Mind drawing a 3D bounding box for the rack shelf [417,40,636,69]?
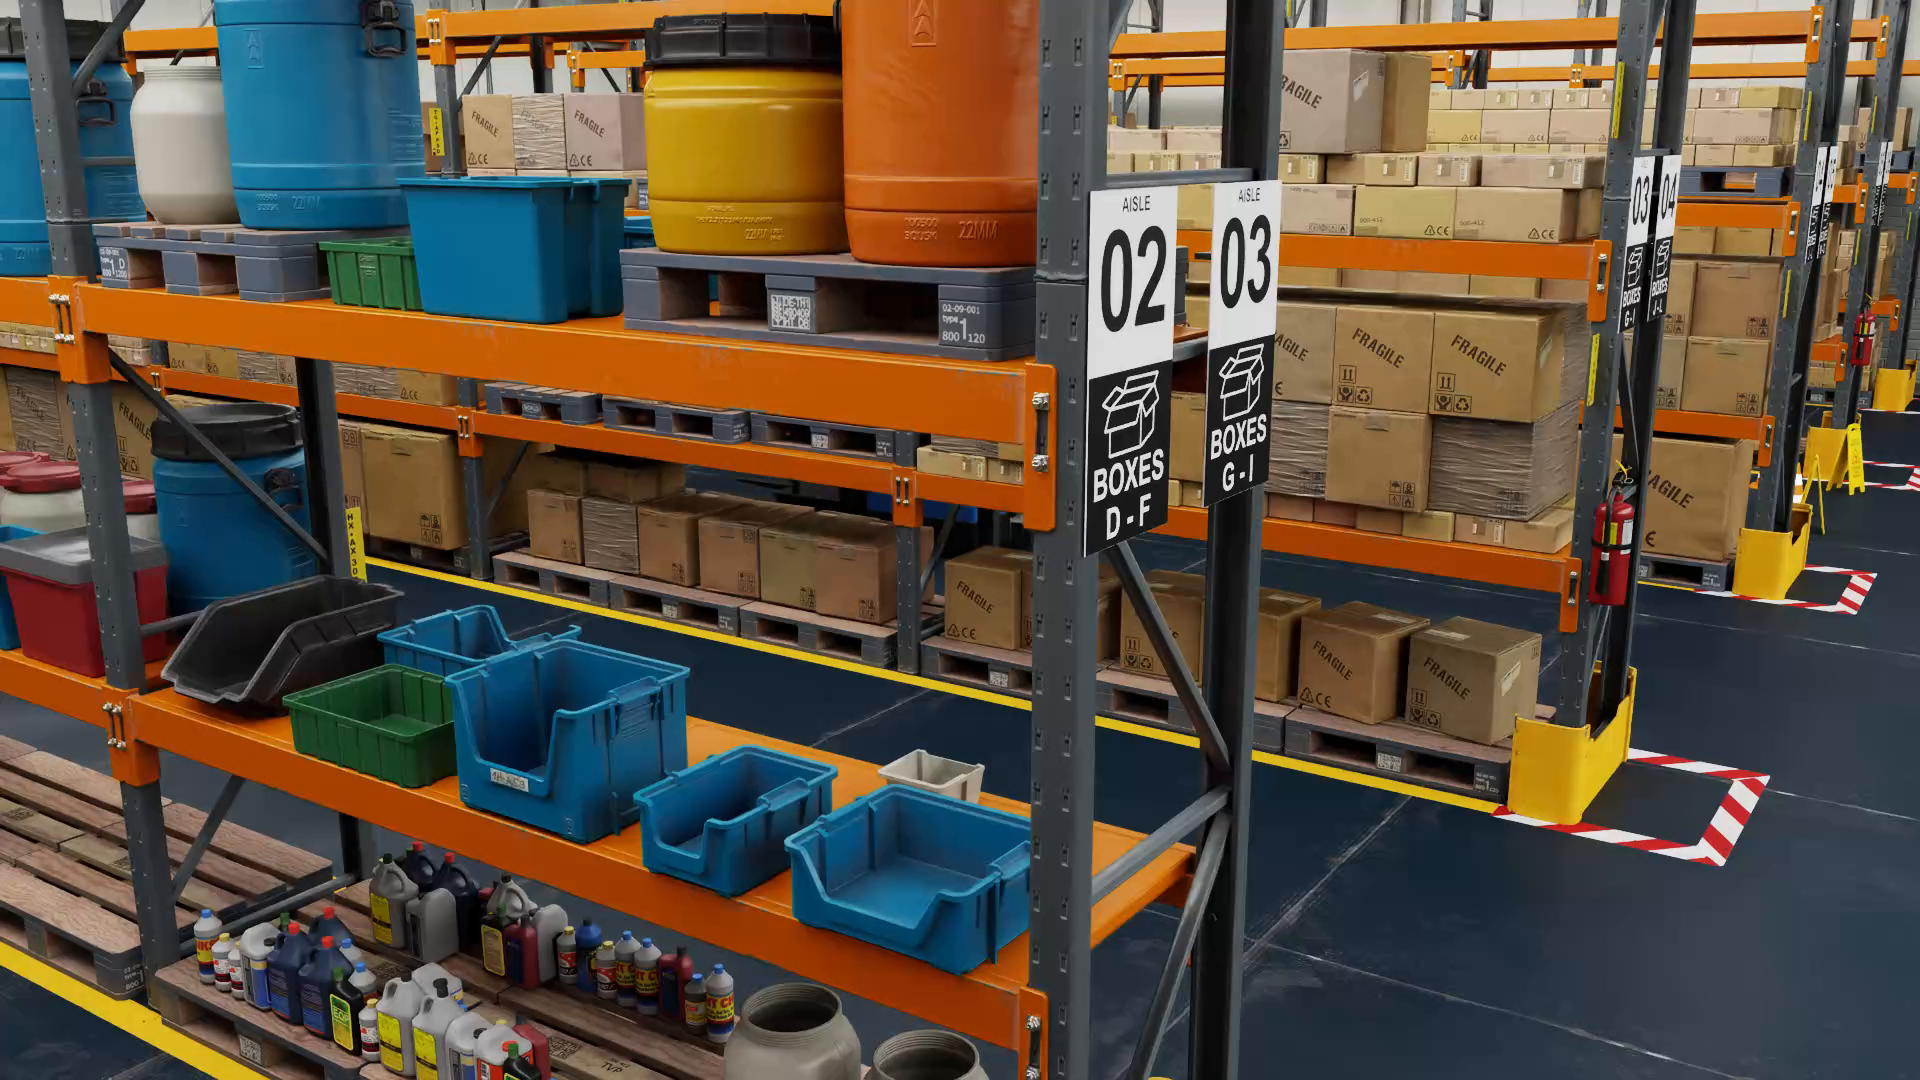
[{"bbox_3d":[-5.510,-5.593,19.192,4.000,0.370,1.077,9,17,33],"label":"rack shelf"}]

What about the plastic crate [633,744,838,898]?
[{"bbox_3d":[-0.628,0.786,4.717,0.408,0.251,0.499,9,17,33],"label":"plastic crate"}]

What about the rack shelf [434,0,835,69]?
[{"bbox_3d":[-1.724,-3.352,10.966,4.000,0.370,1.077,9,17,33],"label":"rack shelf"}]

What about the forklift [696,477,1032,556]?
[{"bbox_3d":[-3.345,-0.900,11.358,4.693,2.935,8.118,8,16,29],"label":"forklift"}]

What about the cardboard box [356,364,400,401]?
[{"bbox_3d":[-4.342,-1.385,12.966,0.500,0.500,0.500,9,17,32],"label":"cardboard box"}]

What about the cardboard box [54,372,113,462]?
[{"bbox_3d":[-7.953,-1.185,15.917,0.875,0.875,0.875,9,17,33],"label":"cardboard box"}]

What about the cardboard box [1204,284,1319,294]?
[{"bbox_3d":[1.705,-1.186,9.463,0.500,0.500,0.500,9,17,33],"label":"cardboard box"}]

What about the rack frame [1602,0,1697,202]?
[{"bbox_3d":[3.255,-3.091,7.581,0.127,3.000,1.000,9,17,33],"label":"rack frame"}]

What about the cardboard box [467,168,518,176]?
[{"bbox_3d":[-3.136,-2.521,11.834,0.500,0.250,0.500,10,17,34],"label":"cardboard box"}]

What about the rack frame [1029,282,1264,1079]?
[{"bbox_3d":[0.490,0.809,4.312,0.127,3.000,1.000,9,17,33],"label":"rack frame"}]

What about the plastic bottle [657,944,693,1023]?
[{"bbox_3d":[-1.018,1.575,5.956,0.133,0.283,0.061,10,17,34],"label":"plastic bottle"}]

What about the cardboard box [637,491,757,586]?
[{"bbox_3d":[-1.875,-0.019,11.945,0.500,0.500,0.700,11,18,37],"label":"cardboard box"}]

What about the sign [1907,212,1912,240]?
[{"bbox_3d":[11.238,-3.715,19.687,0.005,0.325,0.100,9,17,33],"label":"sign"}]

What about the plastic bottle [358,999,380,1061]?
[{"bbox_3d":[-2.012,1.676,5.717,0.097,0.201,0.097,0,14,0],"label":"plastic bottle"}]

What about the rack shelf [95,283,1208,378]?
[{"bbox_3d":[-1.169,-0.661,5.098,3.809,0.124,0.919,9,17,33],"label":"rack shelf"}]

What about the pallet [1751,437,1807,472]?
[{"bbox_3d":[8.068,-0.927,17.129,1.213,0.211,1.003,9,17,33],"label":"pallet"}]

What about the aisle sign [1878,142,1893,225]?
[{"bbox_3d":[9.010,-3.470,16.188,0.004,0.787,0.394,9,17,33],"label":"aisle sign"}]

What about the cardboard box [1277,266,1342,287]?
[{"bbox_3d":[3.074,-2.231,14.034,0.550,0.550,0.875,9,17,33],"label":"cardboard box"}]

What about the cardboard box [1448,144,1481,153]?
[{"bbox_3d":[3.958,-2.990,12.857,0.250,0.149,0.380,9,17,33],"label":"cardboard box"}]

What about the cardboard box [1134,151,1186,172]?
[{"bbox_3d":[1.136,-2.019,8.978,0.250,0.149,0.380,9,16,32],"label":"cardboard box"}]

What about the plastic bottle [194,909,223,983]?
[{"bbox_3d":[-2.809,1.514,6.229,0.097,0.271,0.097,0,14,0],"label":"plastic bottle"}]

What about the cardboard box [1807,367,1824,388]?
[{"bbox_3d":[10.579,-2.082,20.841,0.500,0.250,0.500,9,17,33],"label":"cardboard box"}]

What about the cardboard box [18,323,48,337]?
[{"bbox_3d":[-8.488,-2.072,15.645,0.500,0.250,0.500,9,16,32],"label":"cardboard box"}]

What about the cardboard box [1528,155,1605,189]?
[{"bbox_3d":[2.850,-1.730,7.810,0.250,0.149,0.380,9,17,33],"label":"cardboard box"}]

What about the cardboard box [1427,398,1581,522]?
[{"bbox_3d":[2.813,-0.451,8.574,0.500,0.500,0.875,9,17,33],"label":"cardboard box"}]

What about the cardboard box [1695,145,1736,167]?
[{"bbox_3d":[5.433,-2.751,11.894,0.250,0.149,0.380,9,17,33],"label":"cardboard box"}]

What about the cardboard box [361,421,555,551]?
[{"bbox_3d":[-3.945,-0.520,13.231,0.875,0.875,1.225,8,16,30],"label":"cardboard box"}]

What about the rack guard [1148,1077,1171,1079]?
[{"bbox_3d":[0.401,2.022,4.616,0.348,0.500,1.175,9,17,33],"label":"rack guard"}]

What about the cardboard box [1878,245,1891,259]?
[{"bbox_3d":[11.108,-3.499,20.156,0.250,0.149,0.380,9,17,34],"label":"cardboard box"}]

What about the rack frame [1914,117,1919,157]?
[{"bbox_3d":[11.553,-6.057,19.563,0.127,3.000,1.000,9,17,33],"label":"rack frame"}]

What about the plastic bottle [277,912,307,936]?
[{"bbox_3d":[-2.467,1.524,6.160,0.133,0.283,0.061,9,17,33],"label":"plastic bottle"}]

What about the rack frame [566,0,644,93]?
[{"bbox_3d":[-3.851,-5.675,18.022,0.127,3.000,1.000,9,17,33],"label":"rack frame"}]

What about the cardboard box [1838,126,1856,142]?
[{"bbox_3d":[8.340,-3.862,15.803,0.250,0.149,0.380,9,17,33],"label":"cardboard box"}]

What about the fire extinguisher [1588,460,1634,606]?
[{"bbox_3d":[3.092,-0.034,7.878,0.183,0.674,0.296,9,17,33],"label":"fire extinguisher"}]

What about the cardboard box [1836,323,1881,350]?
[{"bbox_3d":[10.996,-2.499,20.442,0.500,0.250,0.500,10,17,35],"label":"cardboard box"}]

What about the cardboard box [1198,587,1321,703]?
[{"bbox_3d":[1.722,0.583,9.554,0.500,0.500,0.500,11,18,38],"label":"cardboard box"}]

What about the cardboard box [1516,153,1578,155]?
[{"bbox_3d":[2.994,-1.892,8.465,0.250,0.149,0.380,10,17,34],"label":"cardboard box"}]

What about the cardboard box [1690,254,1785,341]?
[{"bbox_3d":[5.820,-1.808,12.326,0.550,0.550,0.875,9,17,33],"label":"cardboard box"}]

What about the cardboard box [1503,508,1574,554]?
[{"bbox_3d":[2.903,-0.054,8.320,0.250,0.149,0.380,9,17,33],"label":"cardboard box"}]

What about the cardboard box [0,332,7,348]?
[{"bbox_3d":[-9.058,-1.951,15.987,0.250,0.149,0.380,9,16,32],"label":"cardboard box"}]

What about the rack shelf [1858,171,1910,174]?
[{"bbox_3d":[9.893,-4.649,21.061,3.809,0.052,0.919,9,17,33],"label":"rack shelf"}]

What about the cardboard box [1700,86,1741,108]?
[{"bbox_3d":[5.431,-3.139,11.799,0.250,0.149,0.380,9,17,33],"label":"cardboard box"}]

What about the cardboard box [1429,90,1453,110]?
[{"bbox_3d":[3.747,-3.411,12.899,0.250,0.149,0.380,9,17,33],"label":"cardboard box"}]

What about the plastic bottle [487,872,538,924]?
[{"bbox_3d":[-1.706,1.443,6.349,0.185,0.351,0.144,9,17,32],"label":"plastic bottle"}]

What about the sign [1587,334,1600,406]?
[{"bbox_3d":[2.928,-0.786,7.688,0.005,0.325,0.100,9,17,33],"label":"sign"}]

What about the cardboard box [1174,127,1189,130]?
[{"bbox_3d":[3.387,-6.100,24.843,0.250,0.149,0.380,9,17,33],"label":"cardboard box"}]

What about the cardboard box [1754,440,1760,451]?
[{"bbox_3d":[7.945,-1.082,16.798,0.500,0.250,0.500,9,17,33],"label":"cardboard box"}]

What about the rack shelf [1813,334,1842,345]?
[{"bbox_3d":[7.126,-2.168,17.430,3.809,0.124,0.919,9,17,33],"label":"rack shelf"}]

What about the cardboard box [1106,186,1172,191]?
[{"bbox_3d":[1.014,-1.848,9.116,0.500,0.250,0.500,8,16,31],"label":"cardboard box"}]

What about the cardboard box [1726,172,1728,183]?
[{"bbox_3d":[7.501,-3.621,16.489,0.250,0.149,0.380,9,17,32],"label":"cardboard box"}]

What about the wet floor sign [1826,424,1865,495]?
[{"bbox_3d":[8.346,-0.773,15.602,0.267,0.644,0.232,-10,17,-35],"label":"wet floor sign"}]

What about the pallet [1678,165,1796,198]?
[{"bbox_3d":[5.485,-2.664,12.286,1.213,0.211,1.003,9,17,33],"label":"pallet"}]

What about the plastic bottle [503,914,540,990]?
[{"bbox_3d":[-1.633,1.520,6.180,0.133,0.283,0.061,9,17,33],"label":"plastic bottle"}]

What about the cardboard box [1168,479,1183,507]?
[{"bbox_3d":[1.198,-0.306,9.338,0.250,0.149,0.380,9,17,33],"label":"cardboard box"}]

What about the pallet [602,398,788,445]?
[{"bbox_3d":[-1.718,-0.901,11.619,1.213,0.211,1.003,9,17,33],"label":"pallet"}]

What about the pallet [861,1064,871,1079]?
[{"bbox_3d":[-0.270,2.052,5.095,1.213,0.211,1.003,9,17,33],"label":"pallet"}]

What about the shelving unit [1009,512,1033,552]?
[{"bbox_3d":[5.974,-2.337,16.619,6.116,3.194,11.832,8,16,29],"label":"shelving unit"}]

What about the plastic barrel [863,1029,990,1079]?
[{"bbox_3d":[-0.098,1.740,4.856,0.421,0.512,0.421,0,14,0],"label":"plastic barrel"}]
